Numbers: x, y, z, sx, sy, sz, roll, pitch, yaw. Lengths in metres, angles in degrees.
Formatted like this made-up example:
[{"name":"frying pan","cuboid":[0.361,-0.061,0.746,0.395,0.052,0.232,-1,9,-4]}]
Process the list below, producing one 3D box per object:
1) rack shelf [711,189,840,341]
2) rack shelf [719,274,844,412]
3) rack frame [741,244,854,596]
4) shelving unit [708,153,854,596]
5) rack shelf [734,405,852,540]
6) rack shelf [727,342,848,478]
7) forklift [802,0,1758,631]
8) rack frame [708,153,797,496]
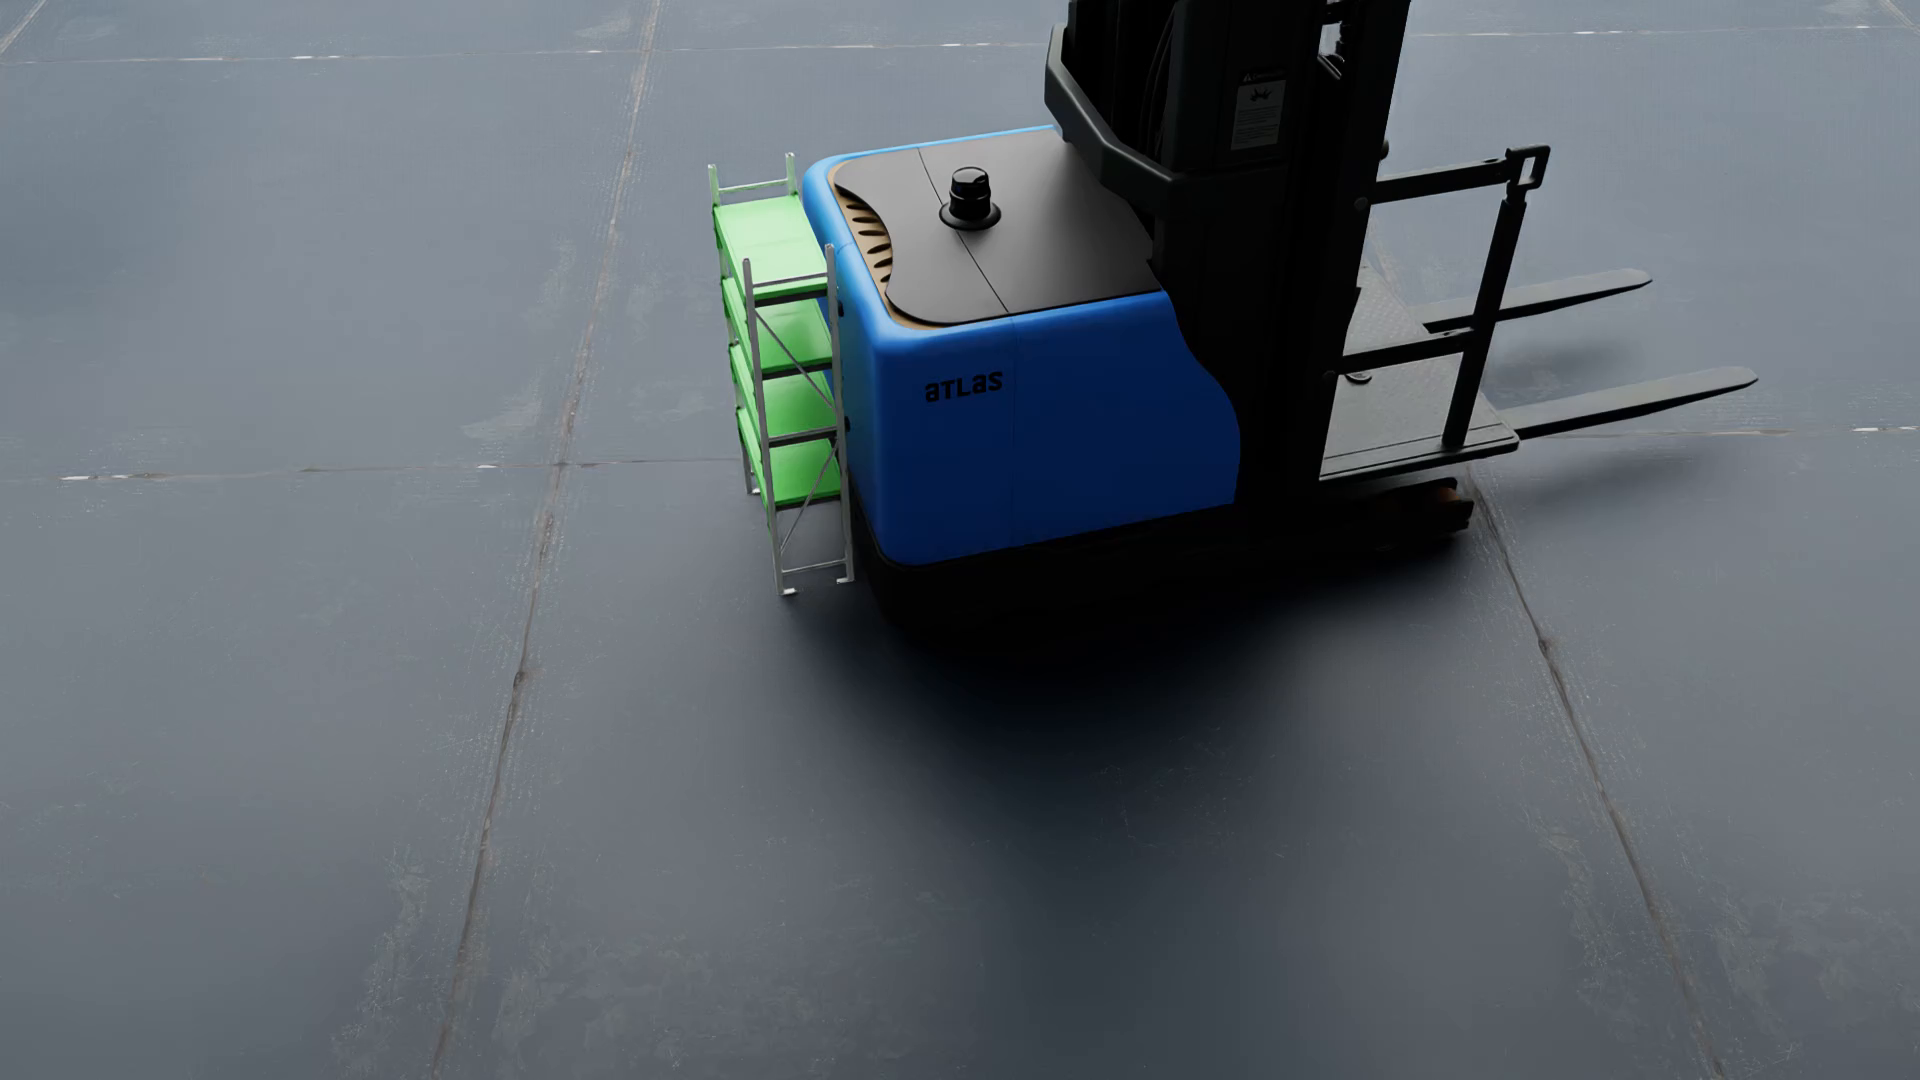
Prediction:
[{"name":"rack shelf","cuboid":[-0.512,-0.763,4.578,0.258,0.148,0.480,-11,44,-12]},{"name":"rack shelf","cuboid":[-0.512,-0.586,4.741,0.258,0.148,0.480,-11,44,-12]},{"name":"rack frame","cuboid":[-0.443,-0.298,4.687,0.240,1.200,0.015,-11,44,-12]},{"name":"shelving unit","cuboid":[-0.512,-0.456,4.860,0.258,1.200,0.503,-11,44,-12]},{"name":"rack shelf","cuboid":[-0.511,-0.232,5.065,0.258,0.148,0.480,-11,44,-12]},{"name":"rack shelf","cuboid":[-0.511,-0.409,4.903,0.258,0.148,0.480,-11,44,-12]},{"name":"forklift","cuboid":[1.099,-1.378,4.584,3.031,2.935,1.130,-11,44,-12]},{"name":"rack frame","cuboid":[-0.580,-0.615,5.032,0.240,1.200,0.015,-11,44,-12]}]
